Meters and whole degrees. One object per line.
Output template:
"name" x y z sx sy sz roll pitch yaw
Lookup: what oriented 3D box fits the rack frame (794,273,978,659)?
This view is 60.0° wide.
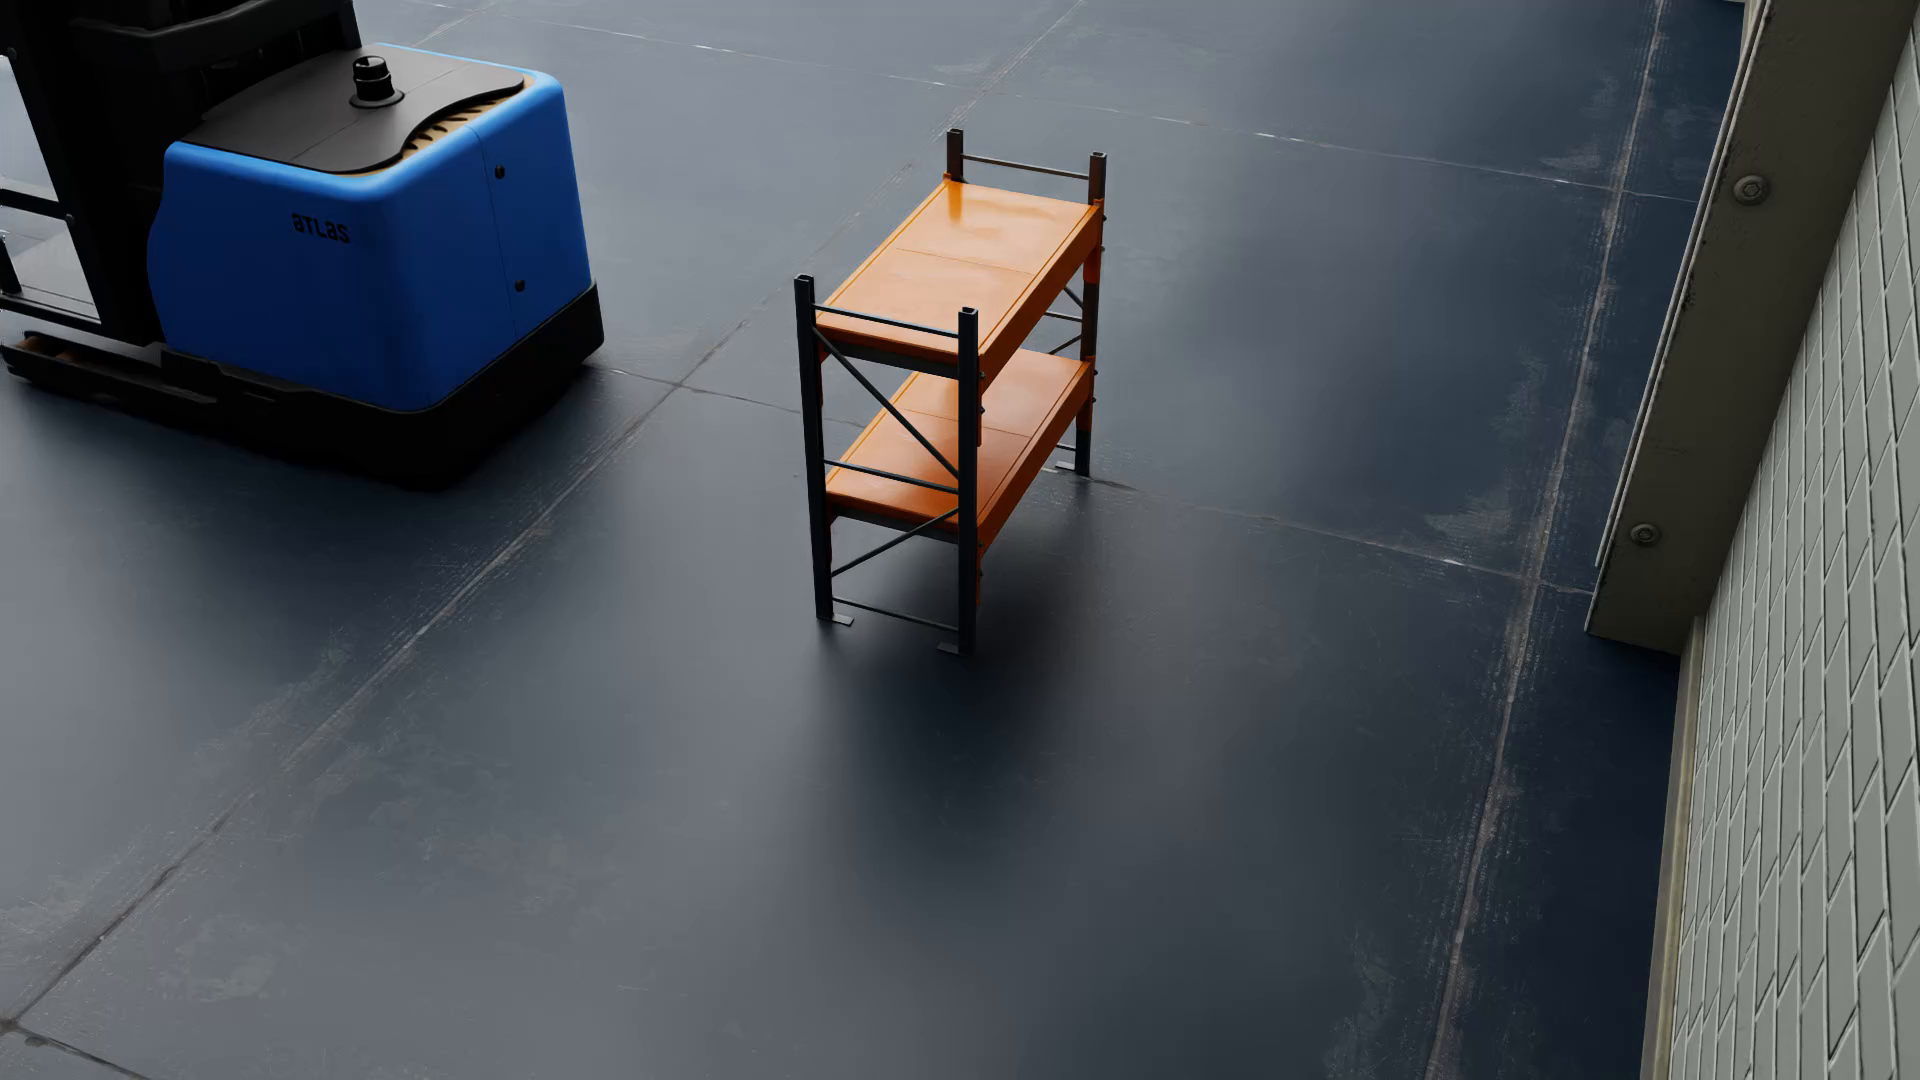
"rack frame" -0.191 -0.173 4.542 0.500 1.125 0.032 14 39 18

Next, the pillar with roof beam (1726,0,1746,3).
"pillar with roof beam" 0.354 -7.710 8.049 9.100 9.000 0.400 14 39 18

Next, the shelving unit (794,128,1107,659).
"shelving unit" 0.003 -0.454 4.918 0.538 1.125 1.048 14 39 18

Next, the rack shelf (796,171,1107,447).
"rack shelf" 0.003 -0.689 4.743 0.538 0.278 1.000 14 39 18

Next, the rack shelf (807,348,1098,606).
"rack shelf" 0.003 -0.258 5.065 0.538 0.278 1.000 14 39 18

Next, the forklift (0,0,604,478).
"forklift" -2.869 -1.961 5.425 3.031 2.935 1.130 15 39 19

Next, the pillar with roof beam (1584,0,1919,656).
"pillar with roof beam" -1.929 -4.388 3.604 9.100 9.000 0.400 14 39 18

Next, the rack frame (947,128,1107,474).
"rack frame" 0.196 -0.736 5.295 0.500 1.125 0.032 14 39 18
